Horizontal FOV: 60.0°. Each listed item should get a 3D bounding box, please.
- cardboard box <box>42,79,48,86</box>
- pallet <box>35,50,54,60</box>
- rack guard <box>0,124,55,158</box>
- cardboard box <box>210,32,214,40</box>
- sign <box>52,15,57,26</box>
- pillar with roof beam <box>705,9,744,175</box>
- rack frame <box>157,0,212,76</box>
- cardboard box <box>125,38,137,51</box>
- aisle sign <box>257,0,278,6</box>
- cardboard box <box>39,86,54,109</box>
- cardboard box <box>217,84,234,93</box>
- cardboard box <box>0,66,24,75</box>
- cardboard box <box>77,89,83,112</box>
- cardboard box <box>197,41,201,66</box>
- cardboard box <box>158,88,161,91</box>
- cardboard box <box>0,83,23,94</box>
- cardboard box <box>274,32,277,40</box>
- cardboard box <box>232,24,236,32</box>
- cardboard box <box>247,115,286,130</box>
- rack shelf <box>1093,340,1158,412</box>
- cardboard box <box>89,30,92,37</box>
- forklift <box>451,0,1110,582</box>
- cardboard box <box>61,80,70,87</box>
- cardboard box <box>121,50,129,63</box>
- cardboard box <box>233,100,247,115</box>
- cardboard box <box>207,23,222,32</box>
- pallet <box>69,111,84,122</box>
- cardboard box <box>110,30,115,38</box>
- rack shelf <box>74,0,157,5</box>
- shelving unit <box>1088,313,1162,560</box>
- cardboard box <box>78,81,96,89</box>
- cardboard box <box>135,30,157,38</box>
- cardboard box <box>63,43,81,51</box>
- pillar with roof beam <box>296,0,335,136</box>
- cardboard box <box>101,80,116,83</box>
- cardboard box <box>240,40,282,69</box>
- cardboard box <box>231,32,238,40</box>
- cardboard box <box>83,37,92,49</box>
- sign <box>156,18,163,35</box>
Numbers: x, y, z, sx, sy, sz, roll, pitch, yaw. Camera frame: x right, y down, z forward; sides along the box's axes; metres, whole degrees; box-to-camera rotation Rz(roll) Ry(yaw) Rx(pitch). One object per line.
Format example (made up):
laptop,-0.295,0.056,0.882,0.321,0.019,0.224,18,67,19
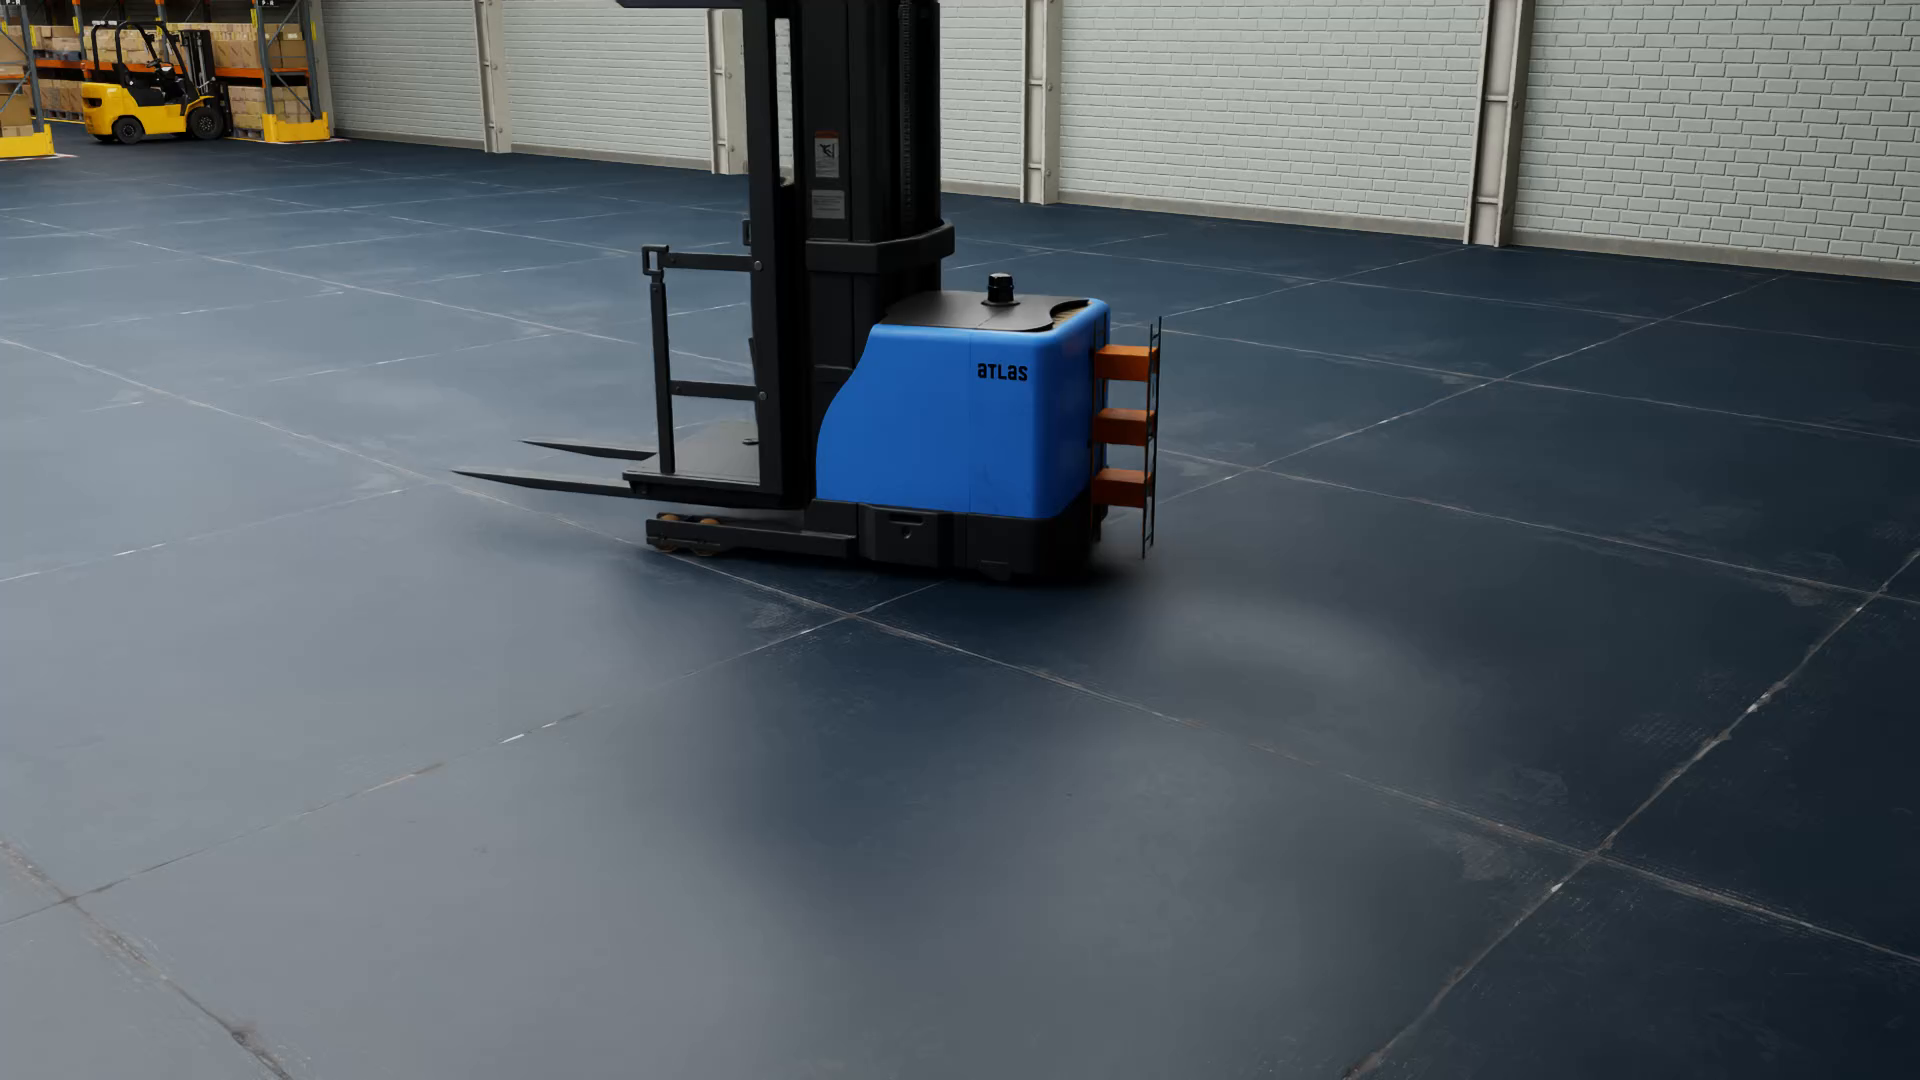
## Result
cardboard box,-20.580,-10.391,37.761,0.250,0.149,0.380,15,23,39
pallet,-19.971,-10.898,37.309,1.213,0.211,1.003,15,23,39
rack guard,-15.879,-6.694,27.877,0.348,0.500,1.175,15,23,39
cardboard box,-14.315,-9.715,32.027,0.250,0.149,0.380,14,23,38
sign,-21.140,-12.081,38.806,0.005,0.325,0.100,15,23,39
pillar with roof beam,-6.335,-8.813,20.506,0.400,9.000,9.100,15,23,39
rack frame,-15.522,-9.797,33.522,0.127,3.000,1.000,15,23,39
cardboard box,-16.827,-10.210,34.246,0.500,0.250,0.500,16,23,40
aisle sign,-12.676,-10.153,30.347,0.004,0.787,0.394,15,23,39
cardboard box,-20.518,-10.058,37.783,0.500,0.500,0.500,14,22,38
cardboard box,-14.226,-8.685,32.219,0.500,0.250,0.500,14,23,38
cardboard box,-15.939,-7.865,27.851,0.250,0.149,0.380,15,23,39
cardboard box,-18.973,-9.645,36.482,0.500,0.500,0.500,16,24,41
cardboard box,-14.583,-9.494,32.403,0.500,0.500,0.500,15,23,39
cardboard box,-15.920,-8.967,34.140,0.625,0.625,0.875,16,24,42
cardboard box,-22.713,-10.682,39.749,0.500,0.500,0.700,14,22,37
cardboard box,-12.839,-9.512,31.389,0.250,0.149,0.380,15,23,39
cardboard box,-13.494,-9.672,31.400,0.250,0.149,0.380,15,23,40
cardboard box,-13.091,-7.906,31.416,0.500,0.250,0.500,15,23,40
rack shelf,0.722,-0.714,7.222,0.240,0.259,0.215,6,18,17
cardboard box,-18.270,-10.773,35.360,0.250,0.149,0.380,16,23,40
forklift,-0.885,-1.467,7.390,3.031,2.935,1.130,6,18,17
cardboard box,-19.798,-10.184,37.107,0.250,0.149,0.380,15,23,38
cardboard box,-17.195,-10.076,34.649,0.500,0.250,0.500,16,24,41
cardboard box,-13.470,-8.252,31.678,0.500,0.250,0.500,15,23,39
cardboard box,-14.266,-9.878,32.047,0.250,0.149,0.380,15,23,39
pallet,-19.047,-9.429,36.974,1.213,0.211,1.003,15,23,39
cardboard box,-17.499,-10.569,34.719,0.250,0.149,0.380,16,23,40
rack shelf,-17.018,-11.285,34.443,4.000,0.370,1.077,15,23,39
shelving unit,0.722,-0.453,7.304,0.252,1.050,0.215,6,18,17
cardboard box,-19.051,-9.960,36.401,0.250,0.149,0.380,14,22,37
cardboard box,-16.563,-10.304,33.881,0.250,0.149,0.380,14,22,38
cardboard box,-19.260,-10.725,36.170,0.250,0.149,0.380,16,23,40
pillar with roof beam,-15.310,-11.223,28.098,0.400,9.000,9.100,15,23,39
cardboard box,-18.878,-10.152,37.009,0.250,0.149,0.380,16,24,41
cardboard box,-13.073,-9.081,31.101,0.500,0.500,0.500,14,23,38
cardboard box,-13.518,-9.520,31.411,0.250,0.149,0.380,15,23,39
cardboard box,-18.361,-10.617,35.527,0.500,0.250,0.500,15,23,39
sign,-15.875,-10.186,32.966,0.005,0.325,0.100,15,23,39
